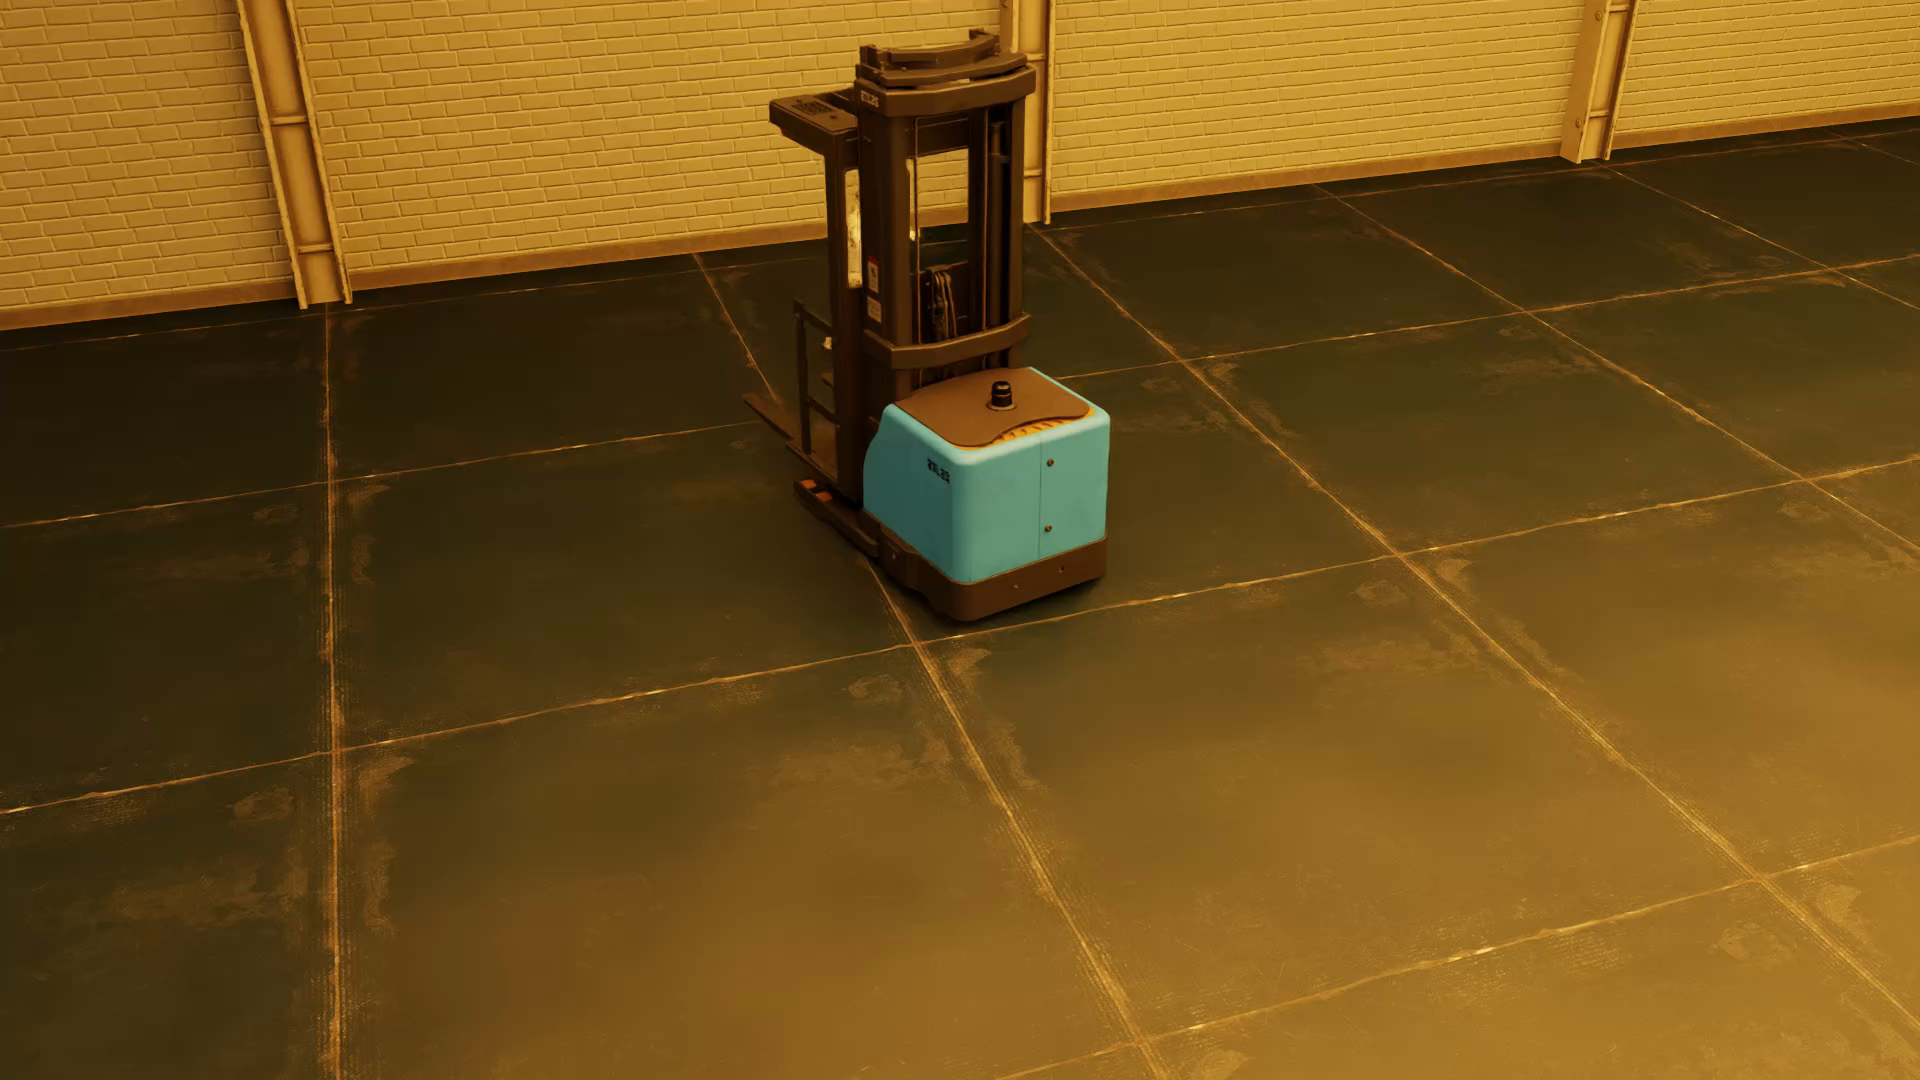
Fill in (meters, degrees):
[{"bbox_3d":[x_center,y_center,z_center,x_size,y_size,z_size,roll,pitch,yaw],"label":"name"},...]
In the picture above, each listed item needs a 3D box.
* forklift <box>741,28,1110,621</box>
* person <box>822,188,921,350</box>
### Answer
[{"bbox_3d":[-0.383,-1.517,9.724,1.130,2.935,3.031,-18,34,-28],"label":"forklift"},{"bbox_3d":[-0.530,-1.822,11.661,0.912,1.486,1.163,-3,30,-5],"label":"person"}]
